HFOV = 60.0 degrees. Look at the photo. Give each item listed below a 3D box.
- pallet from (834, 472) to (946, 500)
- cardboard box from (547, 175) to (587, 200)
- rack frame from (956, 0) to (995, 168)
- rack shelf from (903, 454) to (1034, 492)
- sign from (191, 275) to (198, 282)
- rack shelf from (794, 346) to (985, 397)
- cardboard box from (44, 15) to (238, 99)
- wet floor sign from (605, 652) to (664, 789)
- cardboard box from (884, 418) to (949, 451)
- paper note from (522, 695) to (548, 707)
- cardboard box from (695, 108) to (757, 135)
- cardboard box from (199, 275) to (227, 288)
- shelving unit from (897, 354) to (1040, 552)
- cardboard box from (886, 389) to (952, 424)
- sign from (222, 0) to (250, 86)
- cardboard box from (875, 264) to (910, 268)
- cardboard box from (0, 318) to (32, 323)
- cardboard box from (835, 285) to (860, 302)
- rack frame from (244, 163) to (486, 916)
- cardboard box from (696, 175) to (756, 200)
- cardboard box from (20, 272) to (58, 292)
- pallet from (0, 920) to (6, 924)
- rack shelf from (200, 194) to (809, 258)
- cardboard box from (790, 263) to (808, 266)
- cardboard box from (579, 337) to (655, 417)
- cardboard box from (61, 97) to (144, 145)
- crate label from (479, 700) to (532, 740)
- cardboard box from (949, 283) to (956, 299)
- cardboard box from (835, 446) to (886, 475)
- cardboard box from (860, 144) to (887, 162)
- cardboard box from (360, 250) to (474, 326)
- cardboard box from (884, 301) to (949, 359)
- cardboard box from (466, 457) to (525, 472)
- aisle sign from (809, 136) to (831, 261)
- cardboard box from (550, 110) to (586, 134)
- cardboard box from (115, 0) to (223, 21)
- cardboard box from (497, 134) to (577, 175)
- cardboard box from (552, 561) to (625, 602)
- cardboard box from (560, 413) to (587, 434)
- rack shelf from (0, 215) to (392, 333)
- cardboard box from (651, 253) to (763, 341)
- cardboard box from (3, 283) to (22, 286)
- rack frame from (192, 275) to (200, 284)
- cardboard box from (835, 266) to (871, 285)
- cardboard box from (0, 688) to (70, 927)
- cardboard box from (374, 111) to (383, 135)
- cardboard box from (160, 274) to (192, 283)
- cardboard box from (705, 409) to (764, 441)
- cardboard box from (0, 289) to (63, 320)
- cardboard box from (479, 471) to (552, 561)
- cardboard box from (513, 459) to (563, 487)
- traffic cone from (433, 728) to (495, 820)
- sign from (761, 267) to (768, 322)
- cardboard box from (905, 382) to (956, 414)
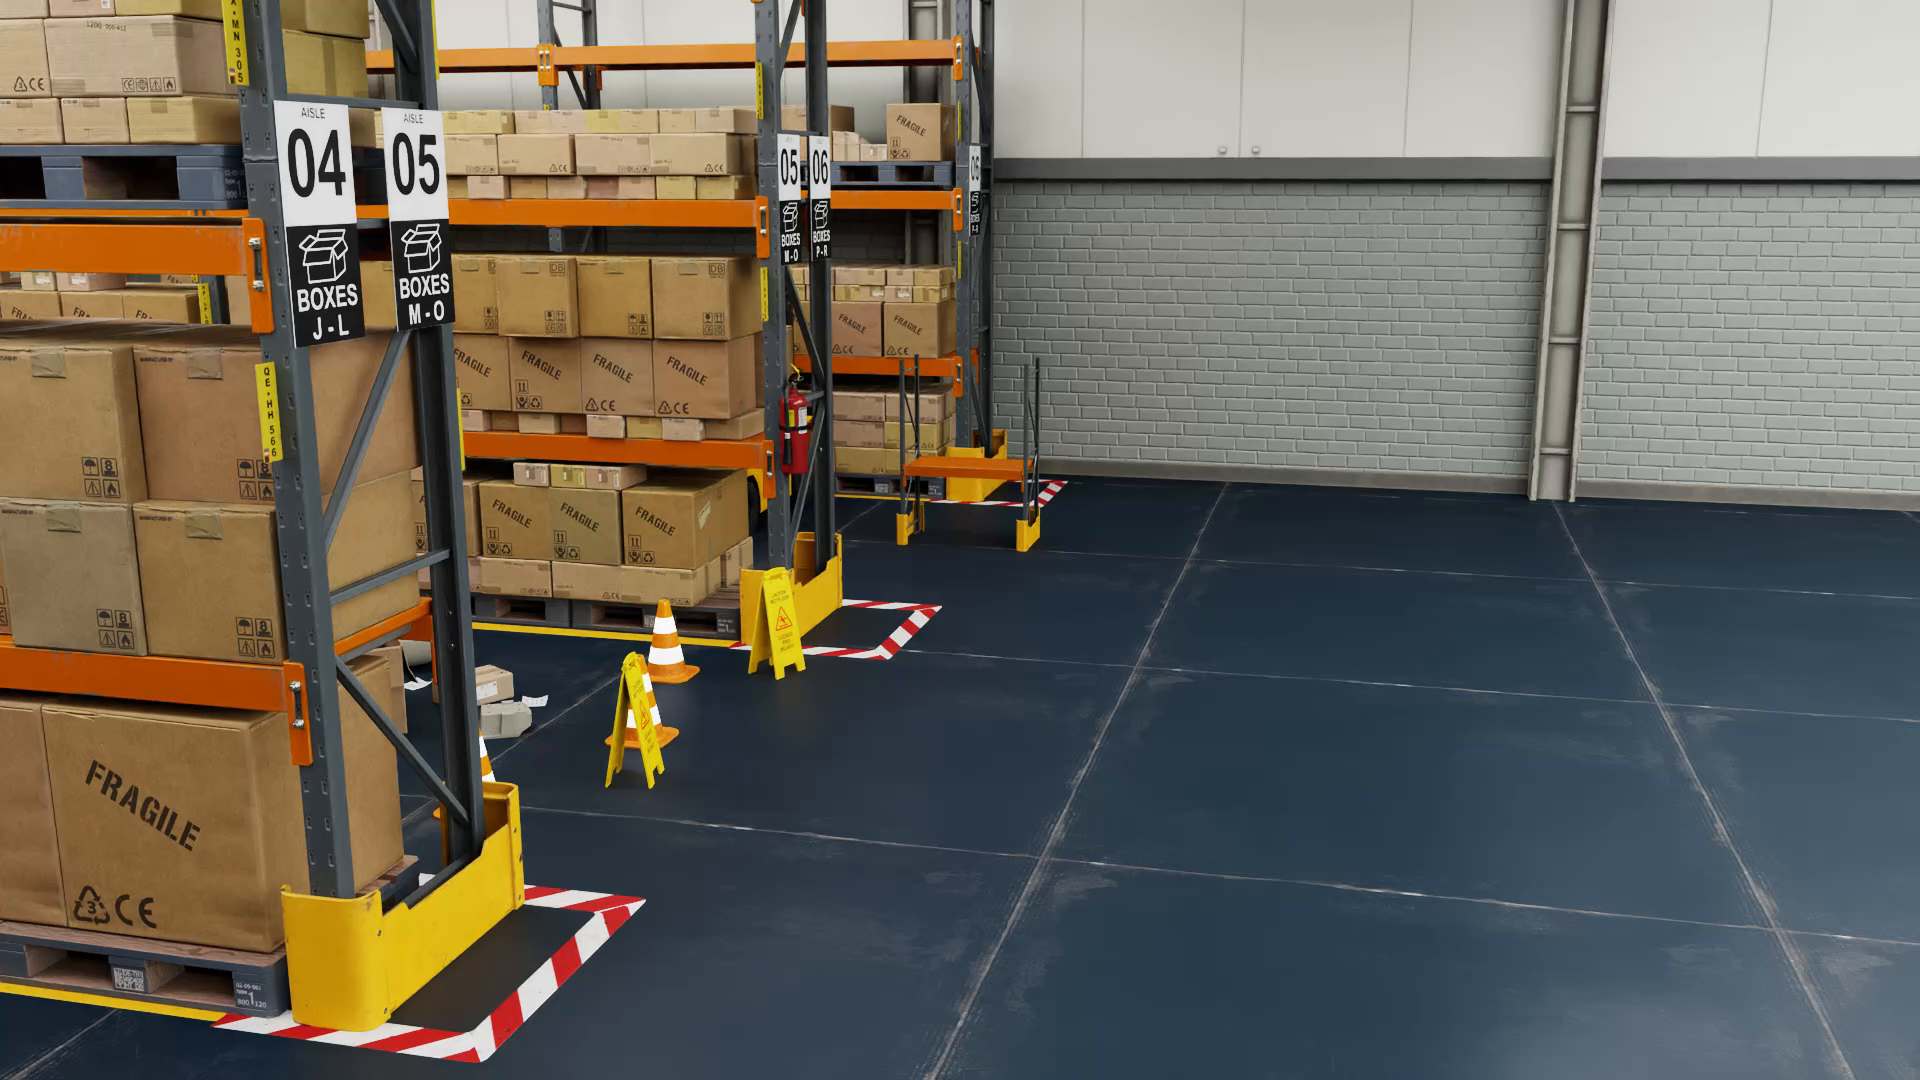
[{"bbox_3d":[-0.611,-0.612,16.007,1.213,0.211,1.003,3,13,14],"label":"pallet"},{"bbox_3d":[-2.440,-2.257,10.638,0.250,0.149,0.380,3,13,13],"label":"cardboard box"},{"bbox_3d":[0.142,-4.872,14.916,0.127,3.000,1.000,3,13,14],"label":"rack frame"},{"bbox_3d":[0.083,-0.552,13.590,1.000,0.185,0.538,3,13,14],"label":"rack shelf"},{"bbox_3d":[-7.746,-2.770,16.803,0.005,0.325,0.100,3,13,14],"label":"sign"},{"bbox_3d":[-1.800,-1.695,16.111,4.000,0.370,1.077,3,13,14],"label":"rack shelf"},{"bbox_3d":[-2.674,-1.610,5.597,0.500,0.250,0.500,3,13,14],"label":"cardboard box"},{"bbox_3d":[-1.629,0.882,8.269,0.232,0.644,0.267,1,13,4],"label":"wet floor sign"},{"bbox_3d":[-0.406,-1.009,15.581,0.500,0.250,0.500,3,13,13],"label":"cardboard box"},{"bbox_3d":[-2.439,0.920,9.516,0.142,0.019,0.148,-1,13,-6],"label":"paper note"},{"bbox_3d":[-1.443,-2.585,10.275,0.250,0.149,0.380,3,13,14],"label":"cardboard box"},{"bbox_3d":[-5.299,-1.921,12.082,0.250,0.149,0.380,3,13,13],"label":"cardboard box"},{"bbox_3d":[0.074,-0.728,13.553,1.083,1.500,0.587,3,13,14],"label":"shelving unit"},{"bbox_3d":[-0.380,-1.252,15.522,0.500,0.250,0.500,4,13,15],"label":"cardboard box"},{"bbox_3d":[-2.275,-1.597,5.221,0.005,0.325,0.100,3,13,14],"label":"sign"},{"bbox_3d":[-0.639,-2.547,15.875,0.250,0.149,0.380,3,13,15],"label":"cardboard box"},{"bbox_3d":[-4.096,-0.547,6.436,0.500,0.550,0.875,3,13,14],"label":"cardboard box"},{"bbox_3d":[-0.992,-2.316,15.519,0.250,0.149,0.380,3,13,13],"label":"cardboard box"},{"bbox_3d":[-2.132,0.147,6.144,0.127,3.000,1.000,3,13,14],"label":"rack frame"},{"bbox_3d":[-1.457,-2.200,10.380,0.250,0.149,0.380,3,13,14],"label":"cardboard box"},{"bbox_3d":[-6.374,-1.841,11.721,0.250,0.149,0.380,2,13,11],"label":"cardboard box"},{"bbox_3d":[-4.108,1.420,6.847,1.213,0.211,1.003,3,13,14],"label":"pallet"},{"bbox_3d":[-2.986,-2.116,11.081,4.000,0.370,1.077,3,13,14],"label":"rack shelf"},{"bbox_3d":[-1.628,-2.602,16.122,0.250,0.149,0.380,3,13,14],"label":"cardboard box"},{"bbox_3d":[-2.122,-1.090,10.804,0.500,0.500,0.500,3,13,14],"label":"cardboard box"},{"bbox_3d":[-2.780,-1.407,5.607,0.250,0.149,0.380,3,13,14],"label":"cardboard box"},{"bbox_3d":[-2.485,0.971,9.041,0.298,0.136,0.250,-4,13,-16],"label":"crate label"},{"bbox_3d":[-0.125,-2.380,15.810,0.250,0.149,0.380,3,13,12],"label":"cardboard box"},{"bbox_3d":[-0.871,-0.791,15.753,0.500,0.250,0.500,3,13,14],"label":"cardboard box"},{"bbox_3d":[-0.736,-3.518,15.117,0.250,0.149,0.380,3,13,12],"label":"cardboard box"},{"bbox_3d":[-3.581,-1.657,11.052,0.500,0.500,0.700,3,13,12],"label":"cardboard box"},{"bbox_3d":[-0.399,-1.962,15.421,0.500,0.500,0.500,3,13,12],"label":"cardboard box"},{"bbox_3d":[-3.299,-0.309,11.847,0.500,0.500,0.500,4,13,17],"label":"cardboard box"},{"bbox_3d":[-0.910,-2.230,10.858,0.004,0.787,0.394,3,13,14],"label":"aisle sign"},{"bbox_3d":[-2.406,-2.654,10.586,0.250,0.149,0.380,3,13,14],"label":"cardboard box"},{"bbox_3d":[-2.540,-1.784,5.461,0.250,0.149,0.380,3,13,14],"label":"cardboard box"},{"bbox_3d":[-2.598,-2.457,10.619,0.500,0.250,0.500,3,13,15],"label":"cardboard box"},{"bbox_3d":[-2.394,0.225,11.175,0.500,0.250,0.500,3,13,14],"label":"cardboard box"},{"bbox_3d":[-2.447,-0.808,11.031,0.250,0.149,0.380,3,13,14],"label":"cardboard box"},{"bbox_3d":[-4.074,-1.070,6.365,4.000,0.370,1.077,3,13,14],"label":"rack shelf"},{"bbox_3d":[-1.592,-1.562,10.621,0.500,0.500,0.700,3,13,12],"label":"cardboard box"},{"bbox_3d":[-6.778,-1.669,12.444,0.500,0.500,0.500,3,13,11],"label":"cardboard box"},{"bbox_3d":[-7.625,-2.358,17.437,0.127,3.000,1.000,3,13,14],"label":"rack frame"},{"bbox_3d":[-0.988,-2.471,15.529,0.250,0.149,0.380,3,13,14],"label":"cardboard box"},{"bbox_3d":[-3.661,0.913,6.629,0.875,0.875,0.875,3,13,13],"label":"cardboard box"},{"bbox_3d":[-3.685,-2.708,10.828,0.250,0.149,0.380,3,13,12],"label":"cardboard box"},{"bbox_3d":[-8.088,-2.671,17.649,0.500,0.500,0.500,4,13,16],"label":"cardboard box"},{"bbox_3d":[-1.458,-0.751,10.772,0.250,0.149,0.380,4,13,15],"label":"cardboard box"},{"bbox_3d":[-6.412,-1.535,11.839,0.500,0.500,0.500,4,13,15],"label":"cardboard box"},{"bbox_3d":[-2.880,-0.168,11.215,0.500,0.500,0.500,3,13,12],"label":"cardboard box"},{"bbox_3d":[-2.755,-0.464,11.048,0.250,0.149,0.380,4,13,16],"label":"cardboard box"},{"bbox_3d":[-2.307,1.060,7.889,0.334,0.463,0.336,3,13,14],"label":"traffic cone"},{"bbox_3d":[-1.196,-1.503,10.179,0.005,0.325,0.100,3,13,14],"label":"sign"},{"bbox_3d":[-0.280,-1.358,16.001,0.500,0.250,0.500,3,13,13],"label":"cardboard box"}]
